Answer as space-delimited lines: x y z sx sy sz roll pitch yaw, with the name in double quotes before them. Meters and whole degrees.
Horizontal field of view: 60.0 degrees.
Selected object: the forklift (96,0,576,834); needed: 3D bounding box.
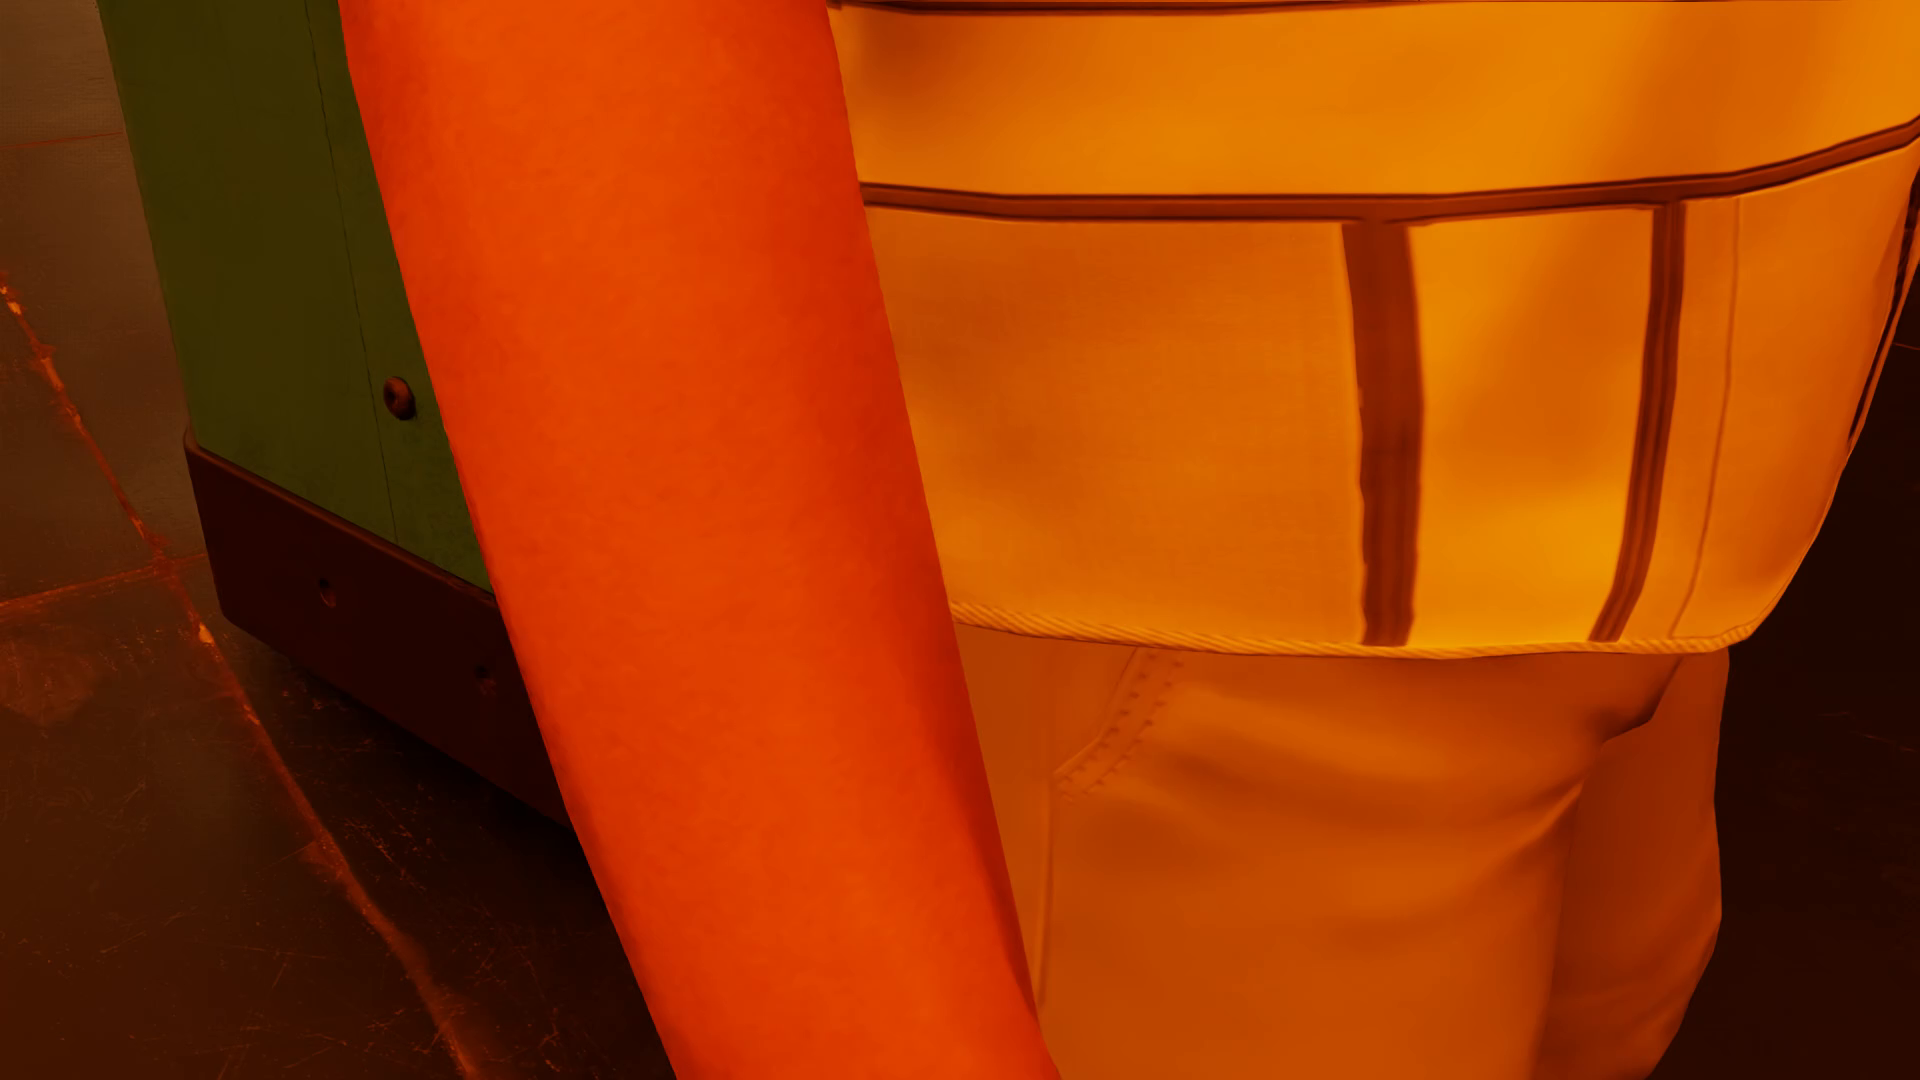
"forklift" 0.360 -1.540 2.301 1.130 2.935 3.031 21 33 35
